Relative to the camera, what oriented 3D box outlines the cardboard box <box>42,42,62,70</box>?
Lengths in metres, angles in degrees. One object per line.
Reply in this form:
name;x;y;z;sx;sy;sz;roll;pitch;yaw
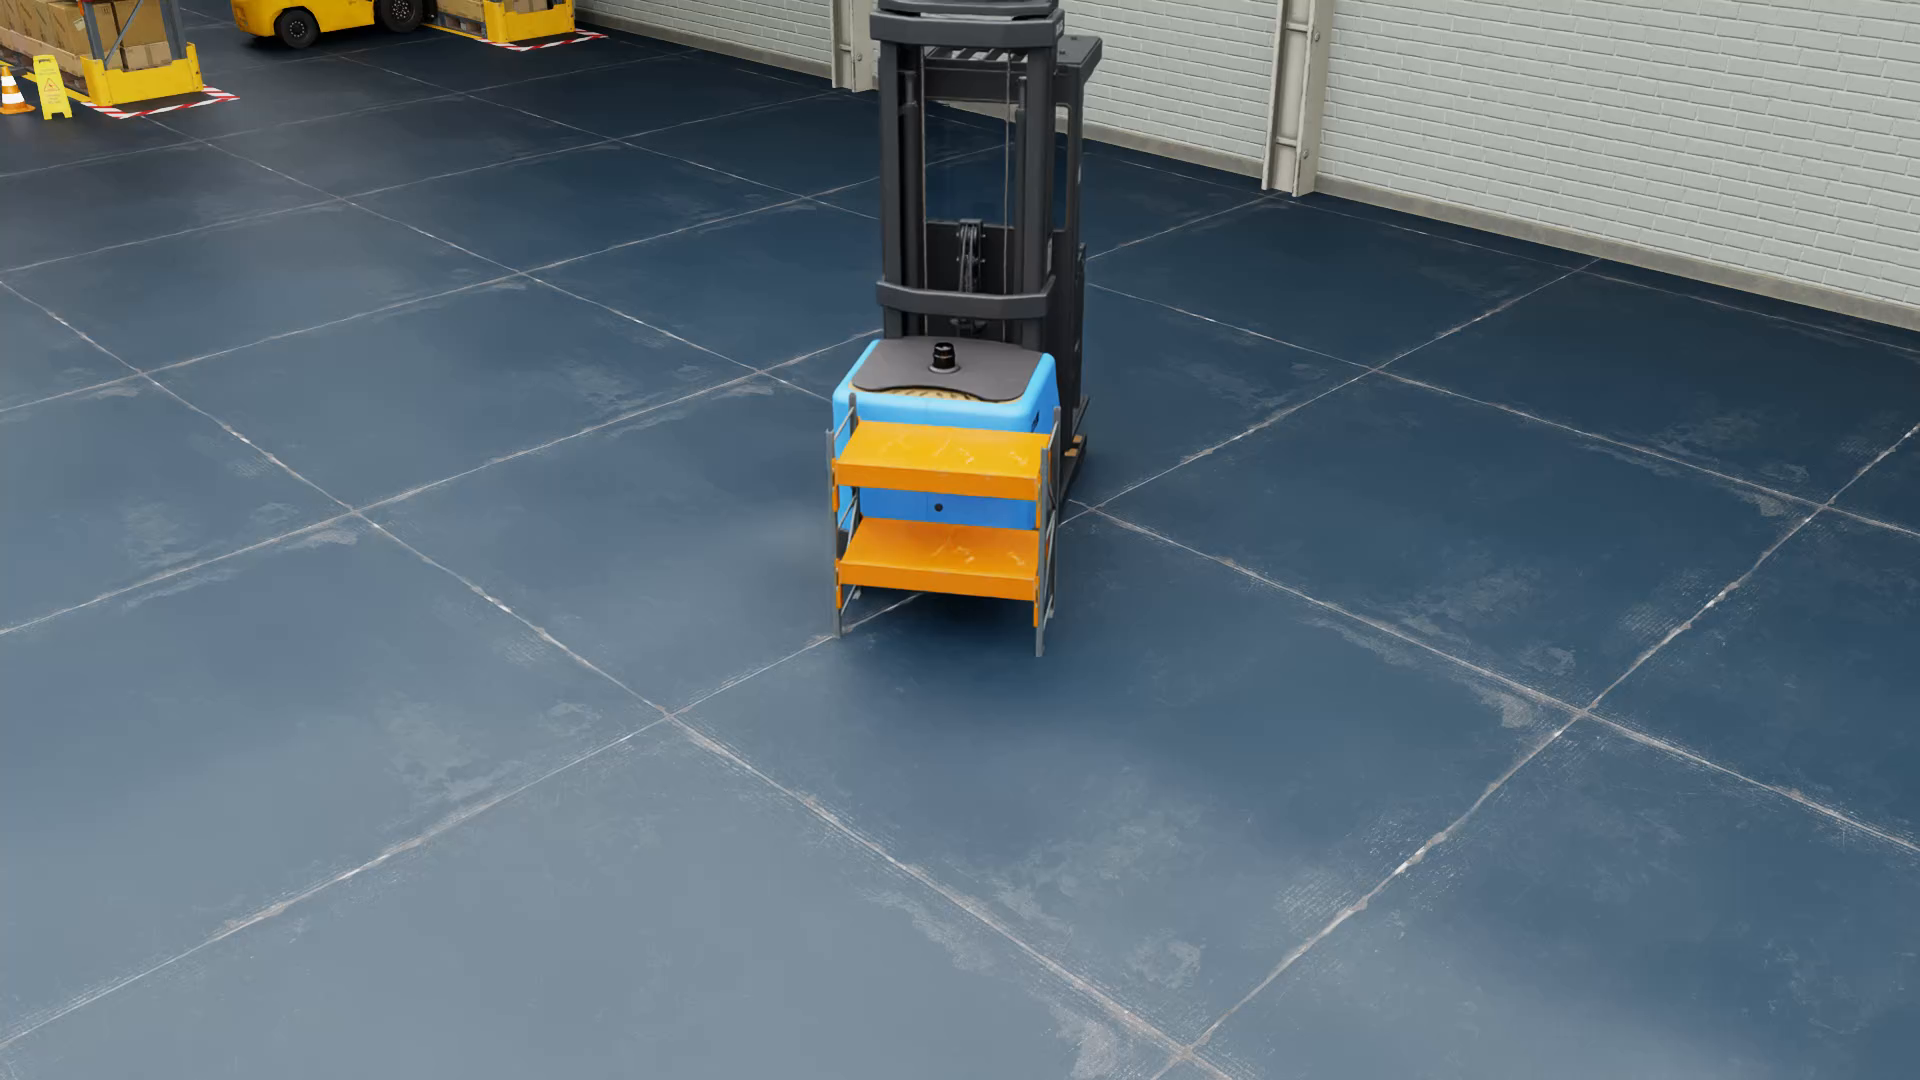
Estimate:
cardboard box;-10.250;-5.638;19.253;0.500;0.250;0.500;25;37;39

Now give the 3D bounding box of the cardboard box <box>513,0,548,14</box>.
cardboard box;-5.857;-7.166;22.158;0.500;0.250;0.500;25;37;39

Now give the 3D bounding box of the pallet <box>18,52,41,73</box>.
pallet;-10.596;-5.789;20.032;1.213;0.211;1.003;25;36;38

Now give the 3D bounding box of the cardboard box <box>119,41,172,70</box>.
cardboard box;-9.503;-5.647;19.270;0.500;0.250;0.500;24;36;38

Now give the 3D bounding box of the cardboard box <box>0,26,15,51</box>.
cardboard box;-11.354;-6.145;20.217;0.500;0.250;0.500;-23;35;-36

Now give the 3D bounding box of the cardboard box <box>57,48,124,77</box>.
cardboard box;-9.904;-5.475;18.942;0.500;0.250;0.500;24;36;38

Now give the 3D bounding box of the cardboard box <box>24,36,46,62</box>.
cardboard box;-10.627;-5.807;19.575;0.500;0.250;0.500;23;35;37

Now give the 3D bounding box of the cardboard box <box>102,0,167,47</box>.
cardboard box;-9.520;-5.987;19.110;0.500;0.500;0.500;23;36;37

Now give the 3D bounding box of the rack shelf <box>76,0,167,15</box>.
rack shelf;-10.548;-6.658;19.461;4.000;0.370;1.077;25;36;38

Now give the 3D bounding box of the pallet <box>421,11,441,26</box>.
pallet;-7.085;-7.371;23.042;1.213;0.211;1.003;25;36;38

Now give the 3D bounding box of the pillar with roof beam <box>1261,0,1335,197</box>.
pillar with roof beam;0.030;-5.809;10.629;0.400;9.000;9.100;25;36;38

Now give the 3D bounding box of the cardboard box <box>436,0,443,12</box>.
cardboard box;-6.899;-7.321;22.453;0.500;0.250;0.500;-25;37;-39

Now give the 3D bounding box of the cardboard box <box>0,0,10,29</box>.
cardboard box;-11.352;-6.477;20.041;0.500;0.500;0.500;-24;36;-37

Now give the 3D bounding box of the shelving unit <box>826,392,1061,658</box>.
shelving unit;-0.070;-0.077;8.188;1.048;1.125;0.538;5;28;9

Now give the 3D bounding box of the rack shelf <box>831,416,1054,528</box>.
rack shelf;-0.070;-0.336;8.051;1.000;0.278;0.538;5;28;9

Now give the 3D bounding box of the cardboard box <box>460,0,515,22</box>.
cardboard box;-6.201;-6.989;21.822;0.500;0.250;0.500;25;37;39

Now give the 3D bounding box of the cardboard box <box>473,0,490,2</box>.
cardboard box;-6.210;-7.217;21.719;0.500;0.250;0.500;24;36;38

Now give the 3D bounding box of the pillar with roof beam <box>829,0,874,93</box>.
pillar with roof beam;-4.249;-7.767;14.352;0.400;9.000;9.100;25;36;38

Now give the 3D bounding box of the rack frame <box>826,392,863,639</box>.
rack frame;-0.570;-0.119;8.268;0.032;1.125;0.500;5;28;9

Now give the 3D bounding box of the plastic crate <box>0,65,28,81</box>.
plastic crate;-11.429;-5.552;19.723;0.583;0.080;0.402;12;30;22

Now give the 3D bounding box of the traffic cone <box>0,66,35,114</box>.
traffic cone;-10.333;-4.913;18.096;0.334;0.463;0.336;25;36;38

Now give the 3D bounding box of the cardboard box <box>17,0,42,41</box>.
cardboard box;-10.605;-6.135;19.392;0.500;0.500;0.500;24;36;37

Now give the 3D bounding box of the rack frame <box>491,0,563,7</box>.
rack frame;-5.644;-7.972;21.188;0.127;3.000;1.000;25;36;38

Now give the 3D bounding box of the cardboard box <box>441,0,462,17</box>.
cardboard box;-6.549;-7.155;22.137;0.500;0.250;0.500;25;36;38

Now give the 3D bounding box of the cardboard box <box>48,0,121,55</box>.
cardboard box;-9.876;-5.799;18.753;0.500;0.500;0.500;25;37;39

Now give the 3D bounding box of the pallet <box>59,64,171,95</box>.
pallet;-9.730;-5.391;19.276;1.213;0.211;1.003;25;36;38

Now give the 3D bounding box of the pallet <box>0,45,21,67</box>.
pallet;-11.470;-6.187;20.790;1.213;0.211;1.003;25;36;38

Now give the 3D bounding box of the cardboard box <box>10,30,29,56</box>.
cardboard box;-10.974;-5.973;19.889;0.500;0.250;0.500;24;36;38

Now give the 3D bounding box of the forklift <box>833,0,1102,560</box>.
forklift;0.161;-1.712;9.357;1.130;2.935;3.031;6;28;11

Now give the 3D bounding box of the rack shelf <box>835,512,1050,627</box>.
rack shelf;-0.070;0.139;8.301;1.000;0.278;0.538;5;28;9

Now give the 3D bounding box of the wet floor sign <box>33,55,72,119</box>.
wet floor sign;-9.736;-4.864;17.808;0.267;0.644;0.232;-13;30;-22

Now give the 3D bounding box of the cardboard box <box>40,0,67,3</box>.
cardboard box;-10.184;-6.184;18.788;0.380;0.149;0.250;-24;36;-38

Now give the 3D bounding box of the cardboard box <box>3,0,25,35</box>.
cardboard box;-10.984;-6.307;19.719;0.500;0.500;0.500;-23;35;-37

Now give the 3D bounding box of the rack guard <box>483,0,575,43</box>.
rack guard;-5.627;-6.858;21.755;0.348;0.500;1.175;25;36;38

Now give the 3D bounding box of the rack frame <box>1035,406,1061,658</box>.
rack frame;0.430;-0.035;8.107;0.032;1.125;0.500;5;28;9

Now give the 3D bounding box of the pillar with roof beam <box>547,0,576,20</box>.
pillar with roof beam;-8.527;-9.725;18.076;0.400;9.000;9.100;25;36;38

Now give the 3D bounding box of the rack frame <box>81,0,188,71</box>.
rack frame;-9.122;-6.323;18.053;0.127;3.000;1.000;25;36;38

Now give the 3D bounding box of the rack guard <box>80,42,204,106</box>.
rack guard;-9.176;-5.242;18.682;0.348;0.500;1.175;25;36;38

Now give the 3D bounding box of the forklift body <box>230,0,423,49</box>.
forklift body;-8.275;-7.610;21.411;1.214;2.155;2.313;25;36;38

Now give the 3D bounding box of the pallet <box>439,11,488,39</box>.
pallet;-6.219;-6.973;22.285;1.213;0.211;1.003;25;36;38

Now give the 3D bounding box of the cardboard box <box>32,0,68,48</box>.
cardboard box;-10.250;-5.968;19.075;0.500;0.500;0.500;-24;36;-37
